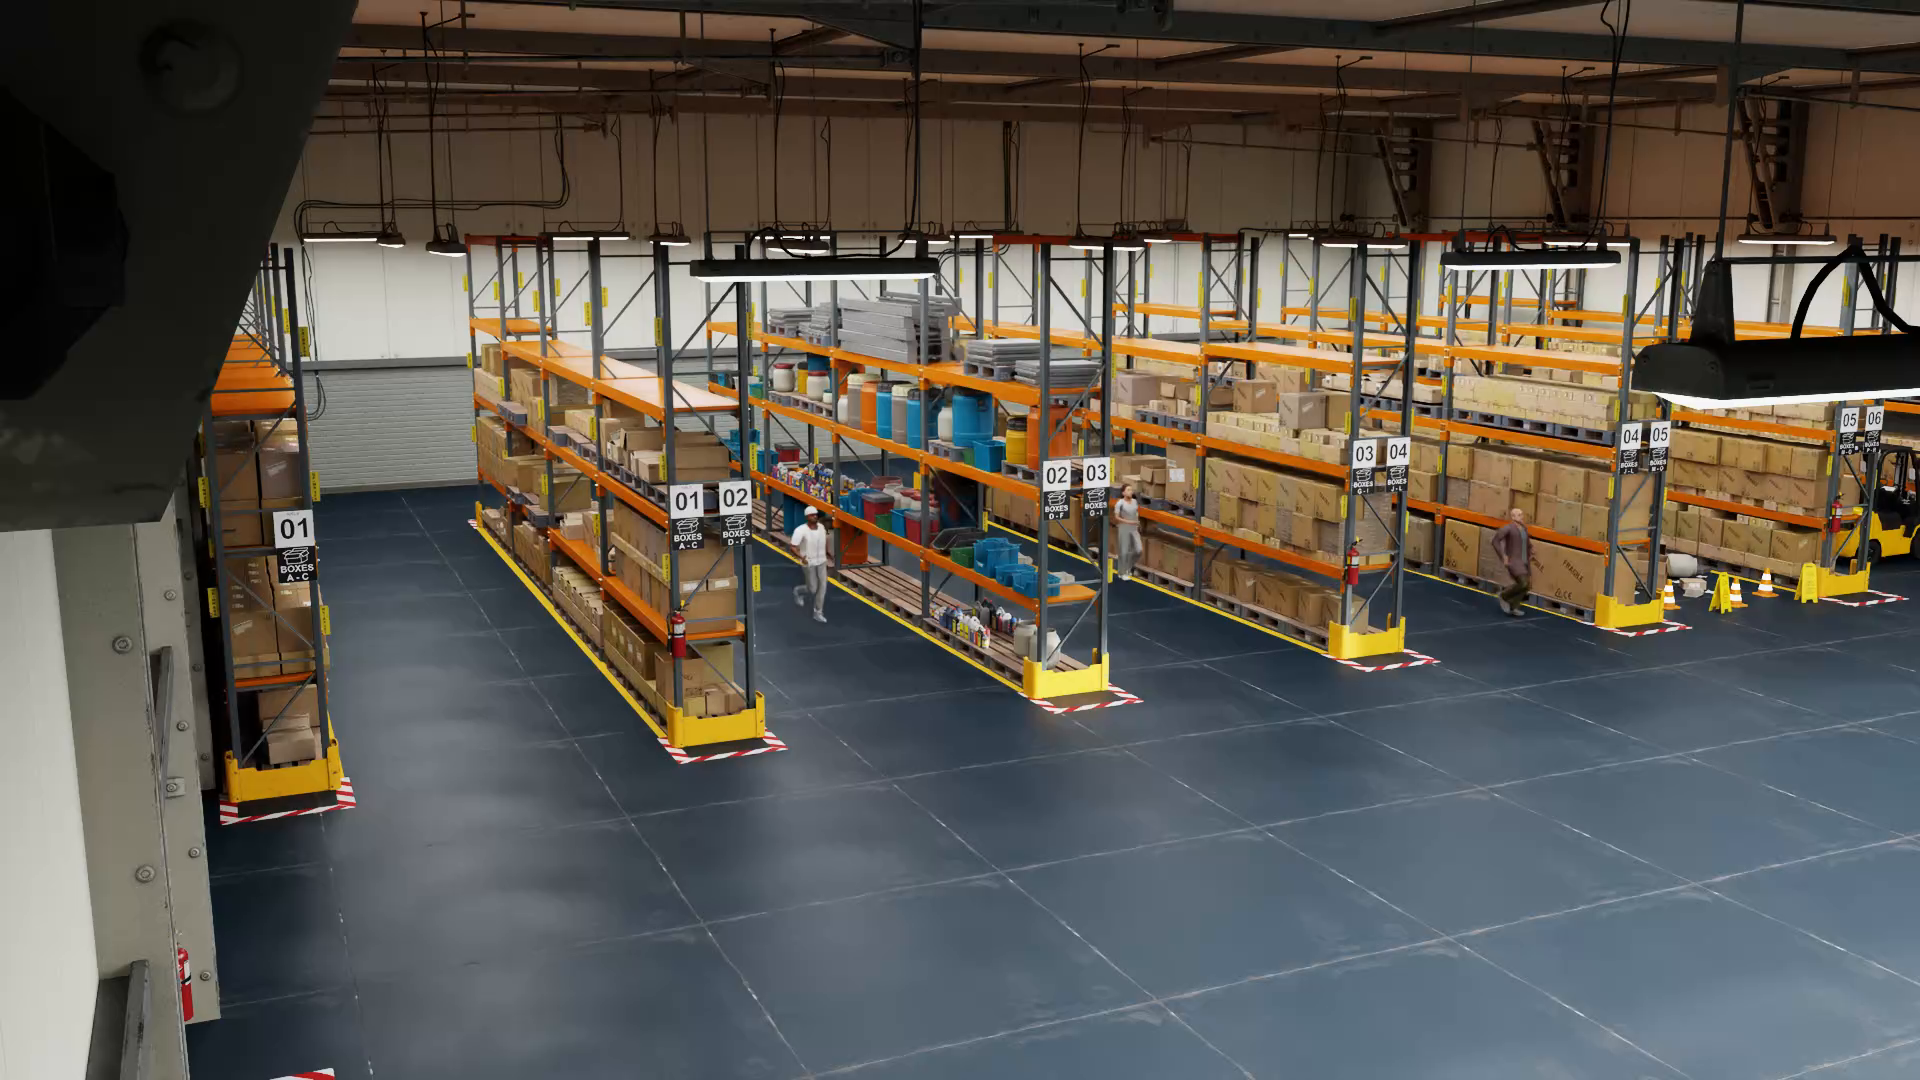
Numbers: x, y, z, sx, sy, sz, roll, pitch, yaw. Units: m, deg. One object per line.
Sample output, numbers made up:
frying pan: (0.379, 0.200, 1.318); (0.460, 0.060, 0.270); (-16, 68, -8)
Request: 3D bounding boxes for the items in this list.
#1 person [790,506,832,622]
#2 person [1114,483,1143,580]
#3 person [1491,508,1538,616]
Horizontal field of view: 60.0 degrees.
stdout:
person: (-2.247, 0.345, 25.288); (0.699, 1.750, 0.758); (-8, 14, -36)
person: (2.854, -0.126, 27.954); (0.550, 1.657, 0.571); (-5, 12, -26)
person: (8.957, 0.365, 26.668); (0.694, 1.729, 0.615); (-7, 13, -31)
